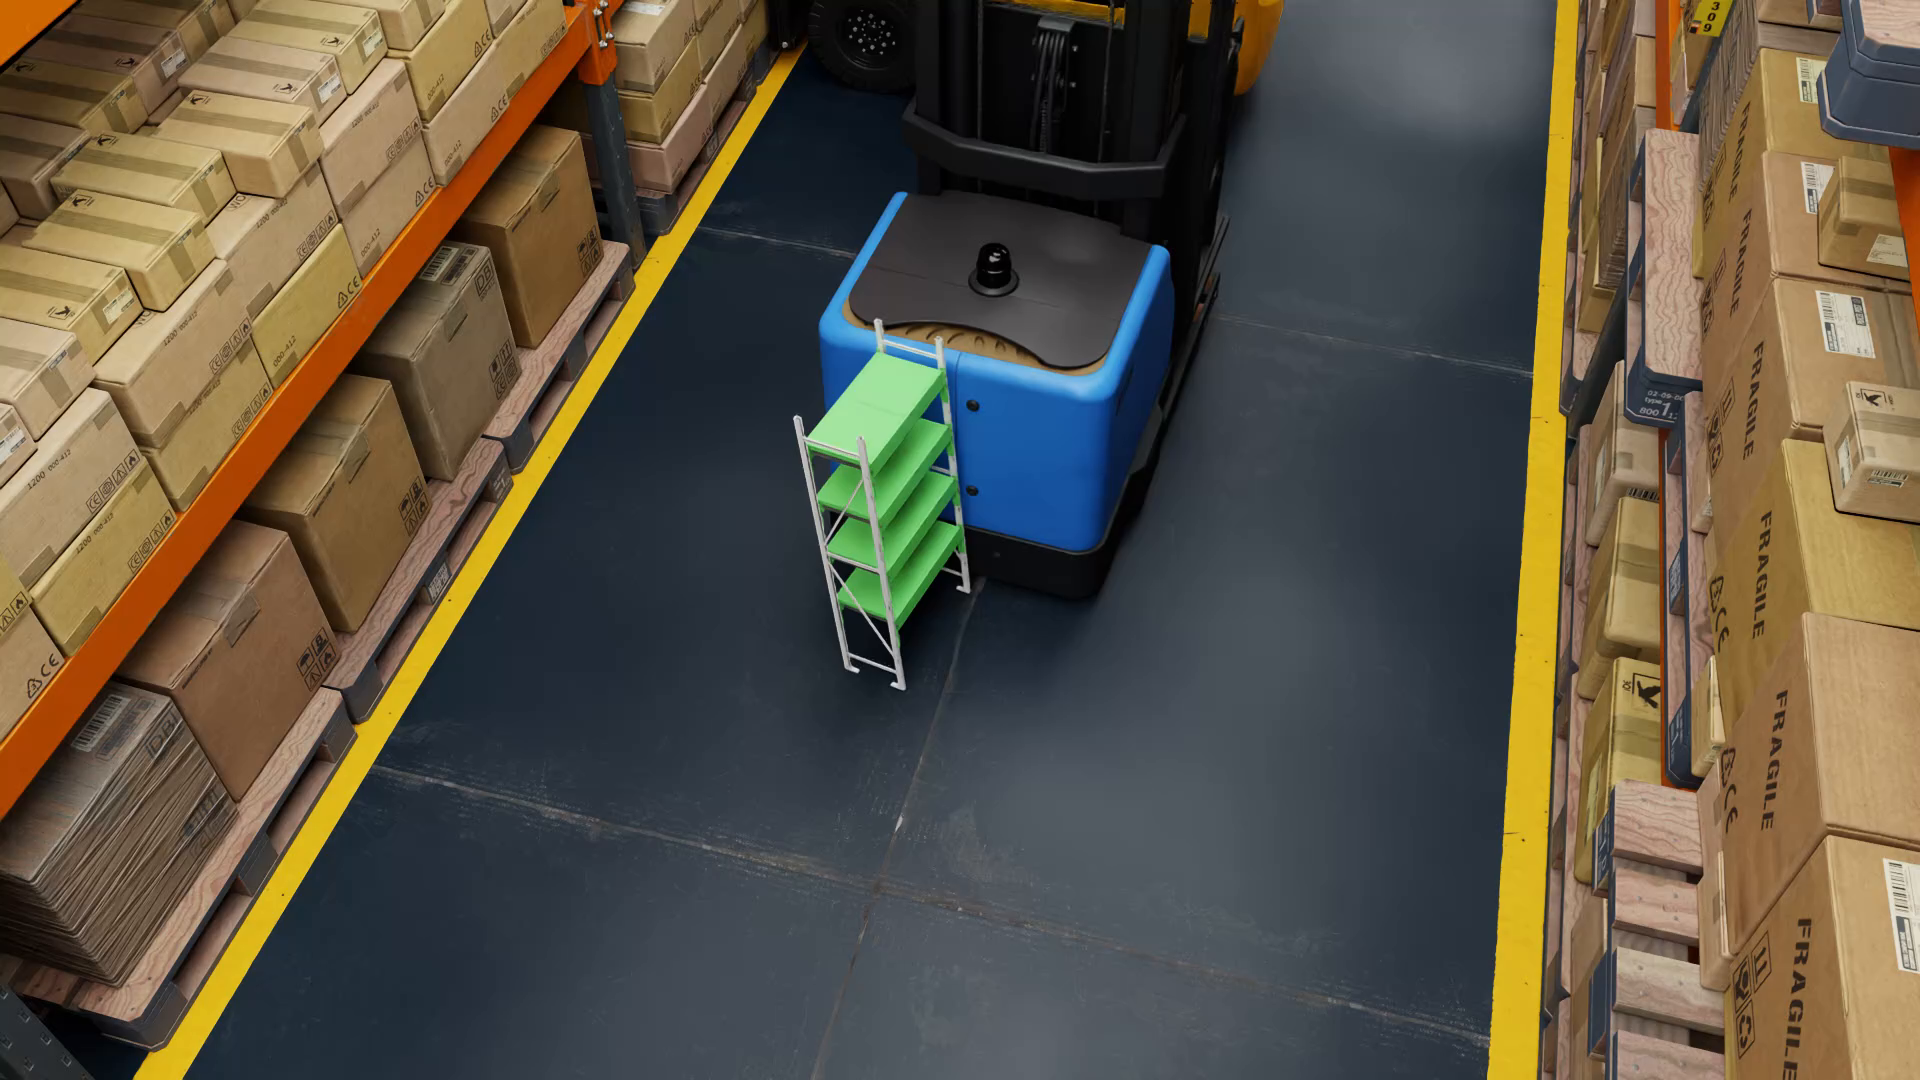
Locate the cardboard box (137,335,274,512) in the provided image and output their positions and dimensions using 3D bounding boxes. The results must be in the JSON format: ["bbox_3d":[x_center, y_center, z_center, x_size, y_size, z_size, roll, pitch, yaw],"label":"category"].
[{"bbox_3d":[-2.317,-0.379,4.684,0.500,0.250,0.500,10,49,9],"label":"cardboard box"}]

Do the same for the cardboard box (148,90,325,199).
[{"bbox_3d":[-2.062,-1.132,4.749,0.380,0.149,0.250,10,49,9],"label":"cardboard box"}]

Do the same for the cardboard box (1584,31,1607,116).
[{"bbox_3d":[3.207,-2.164,7.713,0.500,0.250,0.500,15,50,13],"label":"cardboard box"}]

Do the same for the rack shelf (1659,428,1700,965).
[{"bbox_3d":[2.380,0.349,4.421,1.077,0.370,4.000,12,50,10],"label":"rack shelf"}]

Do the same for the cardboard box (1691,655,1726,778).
[{"bbox_3d":[1.870,0.437,3.751,0.380,0.149,0.250,12,50,11],"label":"cardboard box"}]

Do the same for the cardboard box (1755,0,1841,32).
[{"bbox_3d":[2.441,-1.550,4.640,0.380,0.149,0.250,11,50,10],"label":"cardboard box"}]

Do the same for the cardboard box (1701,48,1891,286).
[{"bbox_3d":[2.375,-0.961,4.552,0.500,0.500,0.500,12,50,10],"label":"cardboard box"}]

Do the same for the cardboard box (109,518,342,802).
[{"bbox_3d":[-2.594,0.305,5.284,0.875,0.625,0.625,13,50,11],"label":"cardboard box"}]

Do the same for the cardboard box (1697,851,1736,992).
[{"bbox_3d":[1.737,0.819,3.414,0.380,0.149,0.250,11,50,10],"label":"cardboard box"}]

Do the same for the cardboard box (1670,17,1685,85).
[{"bbox_3d":[2.756,-1.727,5.941,0.380,0.149,0.250,13,50,11],"label":"cardboard box"}]

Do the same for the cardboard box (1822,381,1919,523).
[{"bbox_3d":[2.012,-0.166,3.418,0.380,0.149,0.250,9,49,8],"label":"cardboard box"}]

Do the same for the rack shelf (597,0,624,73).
[{"bbox_3d":[-1.357,-3.521,7.836,1.077,0.370,4.000,12,50,10],"label":"rack shelf"}]

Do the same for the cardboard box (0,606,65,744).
[{"bbox_3d":[-2.583,0.358,4.033,0.500,0.250,0.500,12,50,10],"label":"cardboard box"}]

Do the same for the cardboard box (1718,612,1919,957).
[{"bbox_3d":[1.831,0.528,3.238,0.500,0.500,0.500,11,49,9],"label":"cardboard box"}]

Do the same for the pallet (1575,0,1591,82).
[{"bbox_3d":[3.691,-2.670,8.466,1.003,0.211,1.213,12,50,10],"label":"pallet"}]

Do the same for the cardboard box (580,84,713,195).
[{"bbox_3d":[-1.436,-1.826,7.415,0.500,0.250,0.500,12,50,10],"label":"cardboard box"}]

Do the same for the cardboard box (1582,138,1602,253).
[{"bbox_3d":[2.933,-1.432,7.067,0.500,0.250,0.500,10,49,9],"label":"cardboard box"}]

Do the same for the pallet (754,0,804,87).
[{"bbox_3d":[-1.314,-2.842,8.617,1.003,0.211,1.213,12,50,10],"label":"pallet"}]

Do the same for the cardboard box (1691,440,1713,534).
[{"bbox_3d":[2.086,-0.116,4.240,0.380,0.149,0.250,13,50,11],"label":"cardboard box"}]

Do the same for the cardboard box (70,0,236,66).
[{"bbox_3d":[-2.508,-1.620,5.180,0.380,0.149,0.250,12,50,10],"label":"cardboard box"}]

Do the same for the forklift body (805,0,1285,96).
[{"bbox_3d":[0.431,-3.193,7.633,2.313,2.155,1.214,12,50,10],"label":"forklift body"}]

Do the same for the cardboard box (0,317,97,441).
[{"bbox_3d":[-2.399,-0.415,4.116,0.380,0.149,0.250,12,50,10],"label":"cardboard box"}]

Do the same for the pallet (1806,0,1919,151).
[{"bbox_3d":[2.371,-1.089,3.335,1.213,0.211,1.003,12,50,10],"label":"pallet"}]

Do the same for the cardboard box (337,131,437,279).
[{"bbox_3d":[-2.051,-1.129,5.345,0.500,0.250,0.500,12,50,10],"label":"cardboard box"}]

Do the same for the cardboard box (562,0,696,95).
[{"bbox_3d":[-1.453,-2.160,7.043,0.500,0.250,0.500,11,49,9],"label":"cardboard box"}]

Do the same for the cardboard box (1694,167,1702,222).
[{"bbox_3d":[2.456,-1.054,5.067,0.380,0.149,0.250,12,50,11],"label":"cardboard box"}]

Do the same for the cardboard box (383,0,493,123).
[{"bbox_3d":[-1.894,-1.649,5.471,0.500,0.250,0.500,10,49,9],"label":"cardboard box"}]

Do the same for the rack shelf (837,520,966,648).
[{"bbox_3d":[-0.206,0.117,5.733,0.258,0.148,0.480,18,52,22],"label":"rack shelf"}]

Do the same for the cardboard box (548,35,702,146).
[{"bbox_3d":[-1.458,-1.996,7.231,0.500,0.250,0.500,11,50,10],"label":"cardboard box"}]

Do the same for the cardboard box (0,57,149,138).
[{"bbox_3d":[-2.629,-1.254,4.857,0.380,0.149,0.250,12,50,10],"label":"cardboard box"}]

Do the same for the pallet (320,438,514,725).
[{"bbox_3d":[-2.359,0.036,6.077,1.003,0.211,1.213,12,50,10],"label":"pallet"}]

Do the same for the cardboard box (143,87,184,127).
[{"bbox_3d":[-2.552,-1.381,5.235,0.500,0.250,0.500,10,49,9],"label":"cardboard box"}]

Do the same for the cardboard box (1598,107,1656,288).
[{"bbox_3d":[2.803,-1.293,6.445,0.500,0.500,0.500,11,49,10],"label":"cardboard box"}]

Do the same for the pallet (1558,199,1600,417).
[{"bbox_3d":[3.049,-0.905,6.908,1.003,0.211,1.213,12,50,10],"label":"pallet"}]

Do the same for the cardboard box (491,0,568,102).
[{"bbox_3d":[-1.763,-1.846,5.979,0.500,0.250,0.500,13,50,11],"label":"cardboard box"}]

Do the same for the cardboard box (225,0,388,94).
[{"bbox_3d":[-1.995,-1.519,5.090,0.380,0.149,0.250,10,49,9],"label":"cardboard box"}]

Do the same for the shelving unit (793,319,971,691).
[{"bbox_3d":[-0.229,-0.089,5.511,0.258,1.200,0.503,18,52,22],"label":"shelving unit"}]

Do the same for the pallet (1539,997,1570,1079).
[{"bbox_3d":[2.061,1.916,4.418,1.003,0.211,1.213,12,50,10],"label":"pallet"}]

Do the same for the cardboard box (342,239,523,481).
[{"bbox_3d":[-2.221,-0.726,6.194,0.875,0.625,0.625,11,50,10],"label":"cardboard box"}]

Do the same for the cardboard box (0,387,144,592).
[{"bbox_3d":[-2.451,-0.169,4.165,0.500,0.250,0.500,13,50,11],"label":"cardboard box"}]

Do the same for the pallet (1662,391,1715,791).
[{"bbox_3d":[2.335,0.182,4.217,1.003,0.211,1.213,12,50,10],"label":"pallet"}]

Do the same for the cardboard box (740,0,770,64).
[{"bbox_3d":[-1.198,-2.571,8.072,0.500,0.250,0.500,12,50,11],"label":"cardboard box"}]

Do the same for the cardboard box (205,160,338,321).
[{"bbox_3d":[-2.185,-0.919,4.827,0.500,0.250,0.500,12,50,11],"label":"cardboard box"}]

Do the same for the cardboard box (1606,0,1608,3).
[{"bbox_3d":[3.341,-2.781,7.757,0.500,0.500,0.500,10,49,9],"label":"cardboard box"}]

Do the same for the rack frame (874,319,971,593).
[{"bbox_3d":[-0.116,-0.253,5.652,0.240,1.200,0.015,18,52,22],"label":"rack frame"}]

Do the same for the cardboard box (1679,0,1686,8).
[{"bbox_3d":[2.912,-2.211,5.936,0.500,0.500,0.500,13,50,11],"label":"cardboard box"}]

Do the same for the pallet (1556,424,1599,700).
[{"bbox_3d":[2.703,0.151,5.976,1.003,0.211,1.213,12,50,10],"label":"pallet"}]

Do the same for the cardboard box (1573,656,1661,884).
[{"bbox_3d":[2.404,0.799,5.017,0.950,0.372,0.625,13,50,11],"label":"cardboard box"}]

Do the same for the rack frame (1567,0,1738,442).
[{"bbox_3d":[2.906,-1.335,5.428,1.000,3.000,0.127,12,50,10],"label":"rack frame"}]

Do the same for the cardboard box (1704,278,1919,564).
[{"bbox_3d":[2.107,-0.232,3.909,0.500,0.500,0.500,10,49,8],"label":"cardboard box"}]

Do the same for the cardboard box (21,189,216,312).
[{"bbox_3d":[-2.238,-0.775,4.434,0.380,0.149,0.250,13,50,11],"label":"cardboard box"}]

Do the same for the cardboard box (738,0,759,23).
[{"bbox_3d":[-1.184,-2.722,7.872,0.500,0.250,0.500,11,50,10],"label":"cardboard box"}]

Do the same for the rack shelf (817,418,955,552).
[{"bbox_3d":[-0.243,-0.209,5.383,0.258,0.148,0.480,18,52,22],"label":"rack shelf"}]

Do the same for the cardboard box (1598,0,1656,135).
[{"bbox_3d":[3.069,-2.031,7.096,0.500,0.500,0.500,14,50,12],"label":"cardboard box"}]

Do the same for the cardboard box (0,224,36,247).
[{"bbox_3d":[-2.818,-0.646,4.586,0.500,0.250,0.500,11,50,10],"label":"cardboard box"}]

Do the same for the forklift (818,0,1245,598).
[{"bbox_3d":[0.470,-1.894,5.967,1.130,2.935,3.031,14,50,12],"label":"forklift"}]

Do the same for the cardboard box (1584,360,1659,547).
[{"bbox_3d":[2.771,-0.225,5.920,0.950,0.372,0.625,12,50,11],"label":"cardboard box"}]

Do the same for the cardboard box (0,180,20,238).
[{"bbox_3d":[-2.831,-0.890,4.536,0.380,0.149,0.250,11,49,9],"label":"cardboard box"}]
